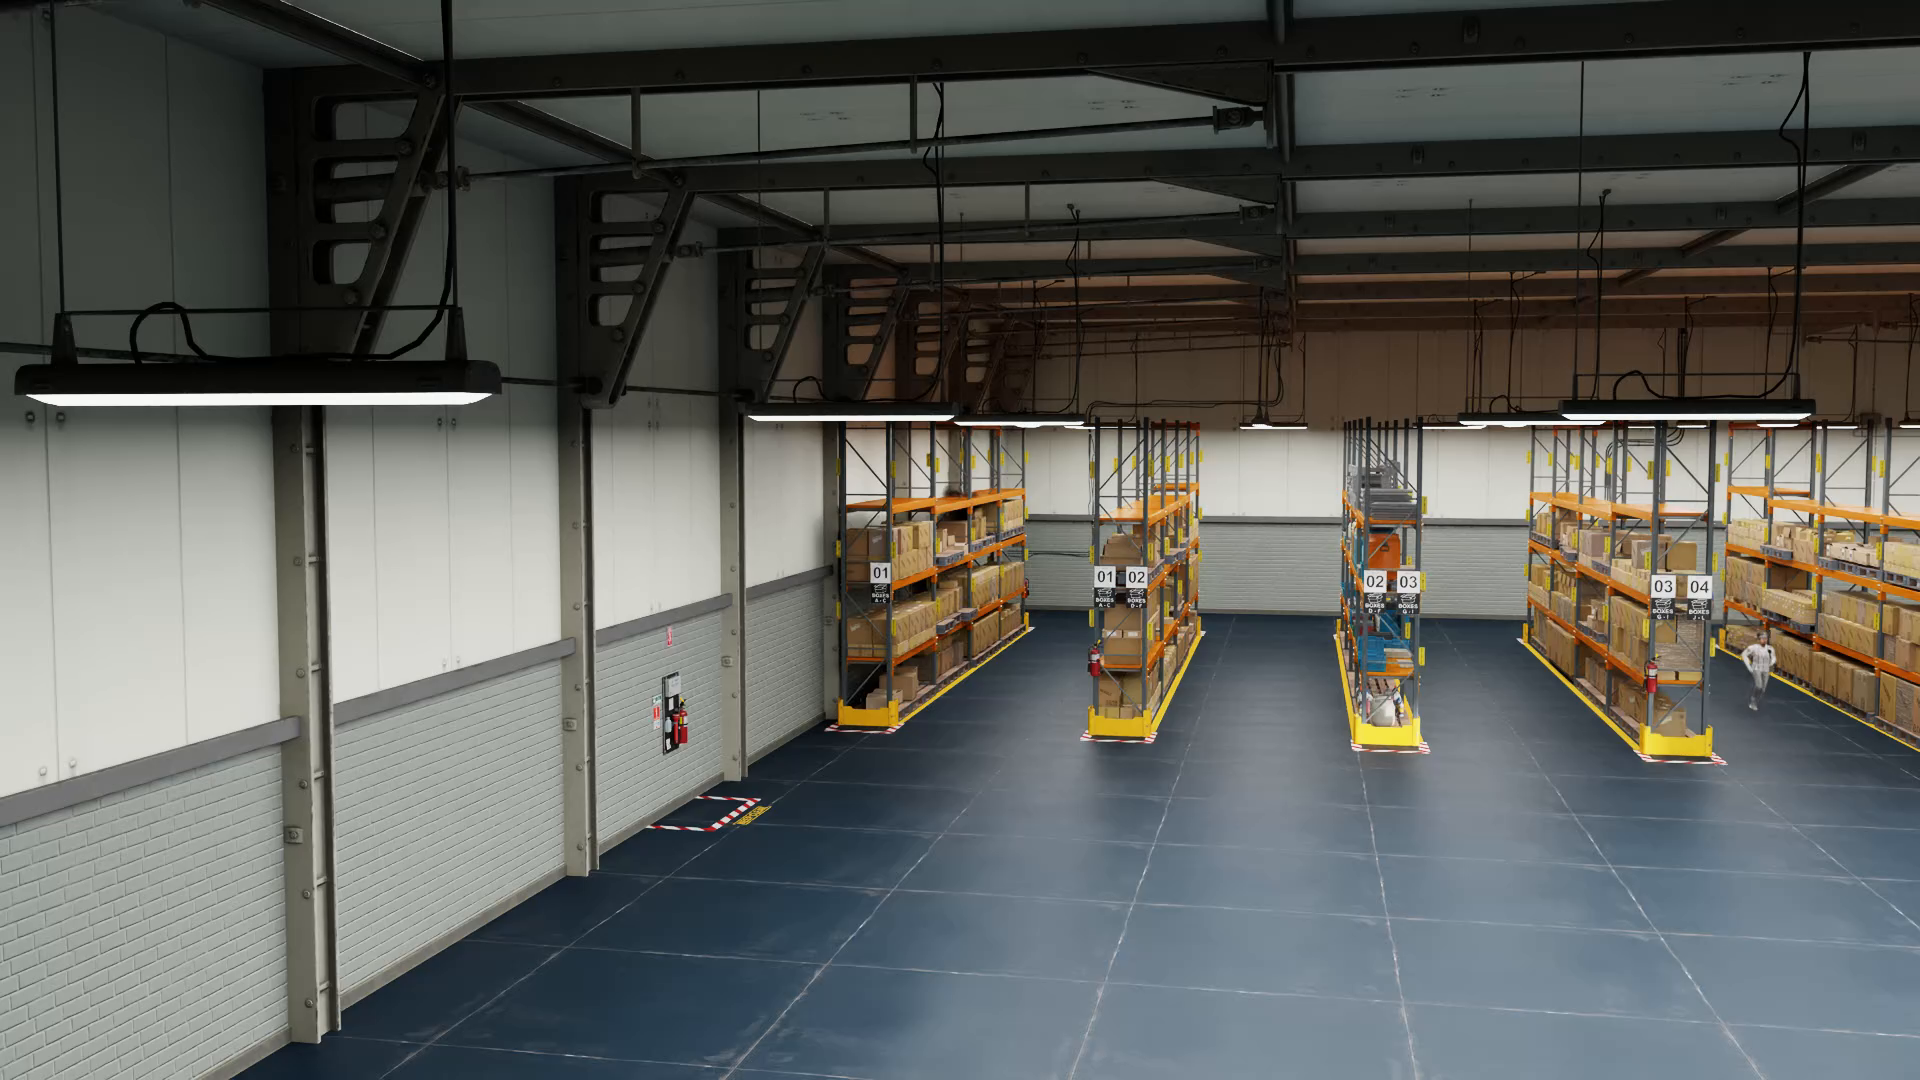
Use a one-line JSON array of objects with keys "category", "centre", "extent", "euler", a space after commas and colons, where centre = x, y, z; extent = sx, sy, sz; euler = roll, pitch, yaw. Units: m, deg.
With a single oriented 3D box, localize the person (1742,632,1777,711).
[{"category": "person", "centre": [16.332, 2.682, 33.906], "extent": [0.610, 1.650, 0.630], "euler": [0, 4, 4]}]
